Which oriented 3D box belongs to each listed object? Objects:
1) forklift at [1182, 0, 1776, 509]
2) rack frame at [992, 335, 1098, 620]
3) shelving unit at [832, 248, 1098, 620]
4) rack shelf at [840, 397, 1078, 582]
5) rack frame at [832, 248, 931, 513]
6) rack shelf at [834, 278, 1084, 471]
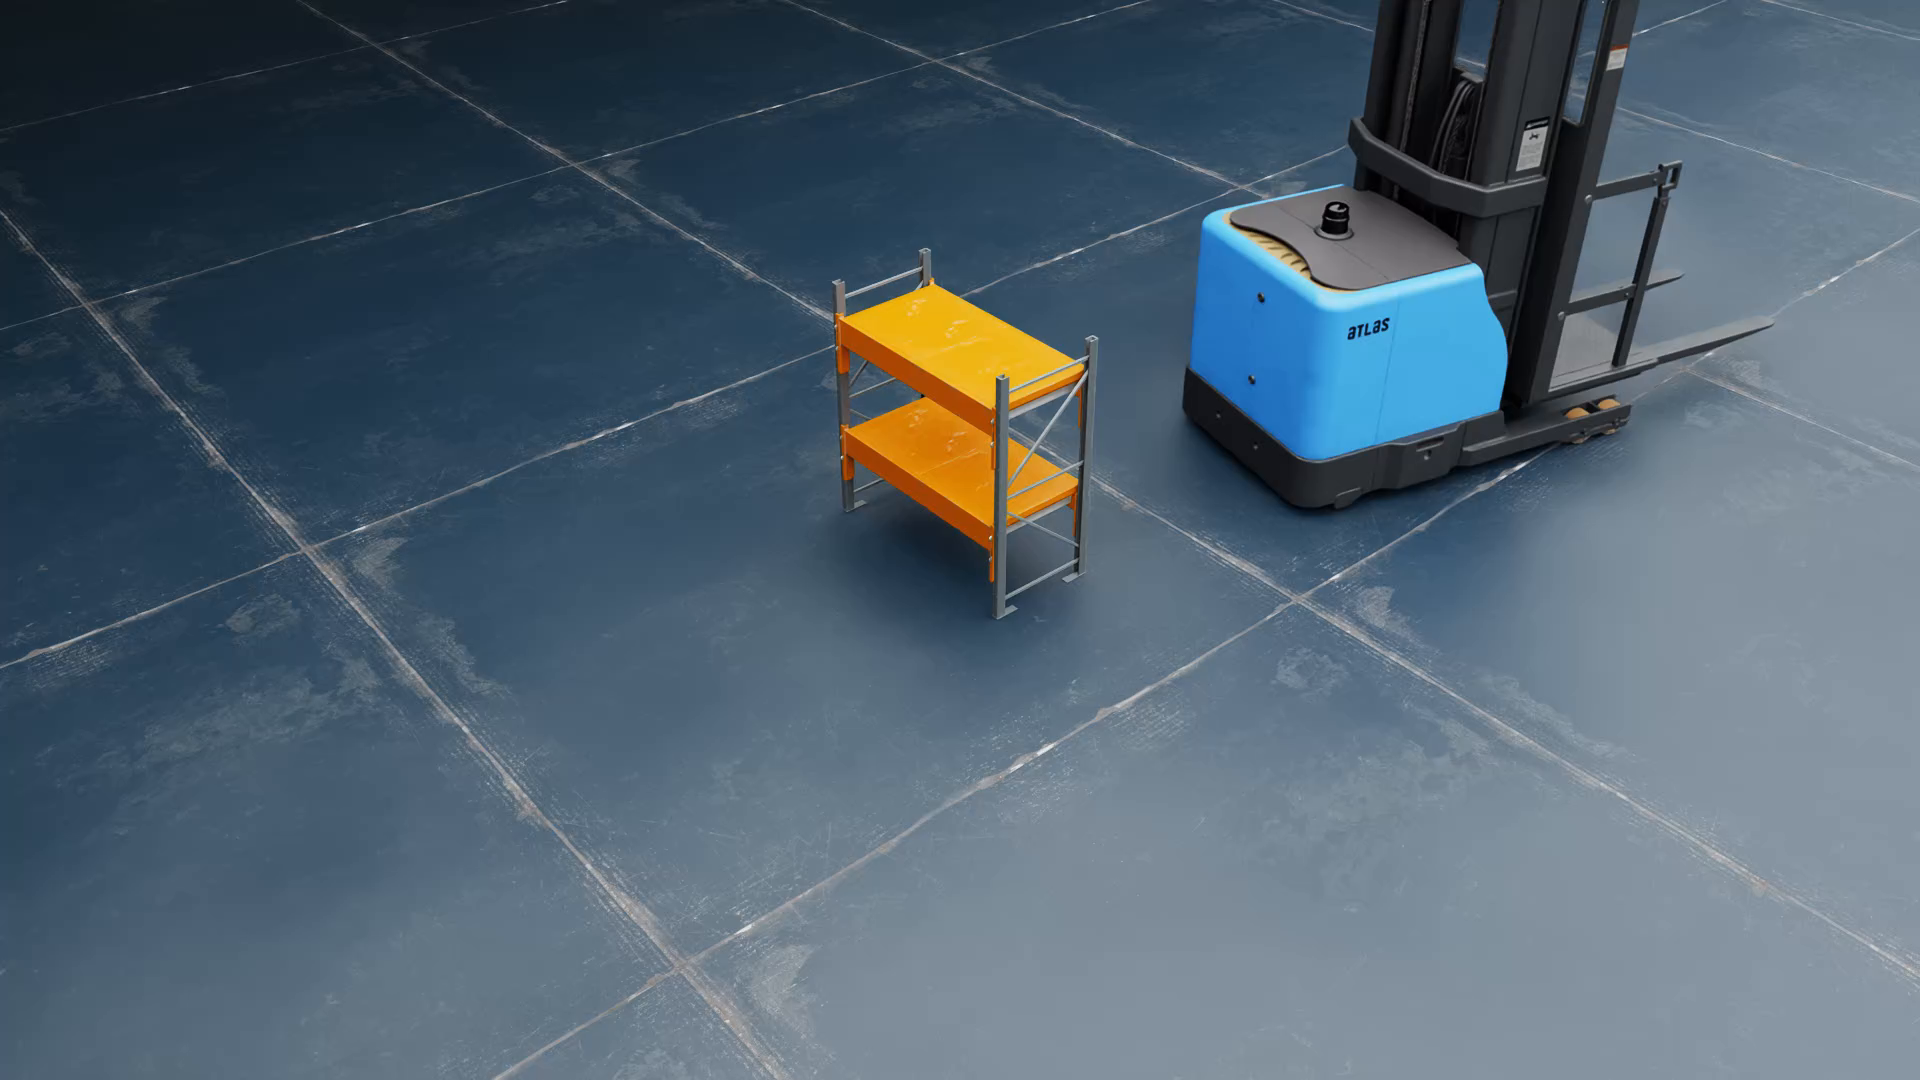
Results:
[{"bbox_3d":[2.629,-1.912,7.413,3.031,2.935,1.130,-16,38,-21],"label":"forklift"},{"bbox_3d":[0.332,-0.232,6.604,0.500,1.125,0.032,-26,43,-32],"label":"rack frame"},{"bbox_3d":[0.004,-0.456,6.921,0.538,1.125,1.048,-26,43,-32],"label":"shelving unit"},{"bbox_3d":[0.004,-0.257,7.062,0.538,0.278,1.000,-26,43,-32],"label":"rack shelf"},{"bbox_3d":[-0.324,-0.680,7.238,0.500,1.125,0.032,-26,43,-32],"label":"rack frame"},{"bbox_3d":[0.004,-0.695,6.752,0.538,0.278,1.000,-26,43,-32],"label":"rack shelf"}]
